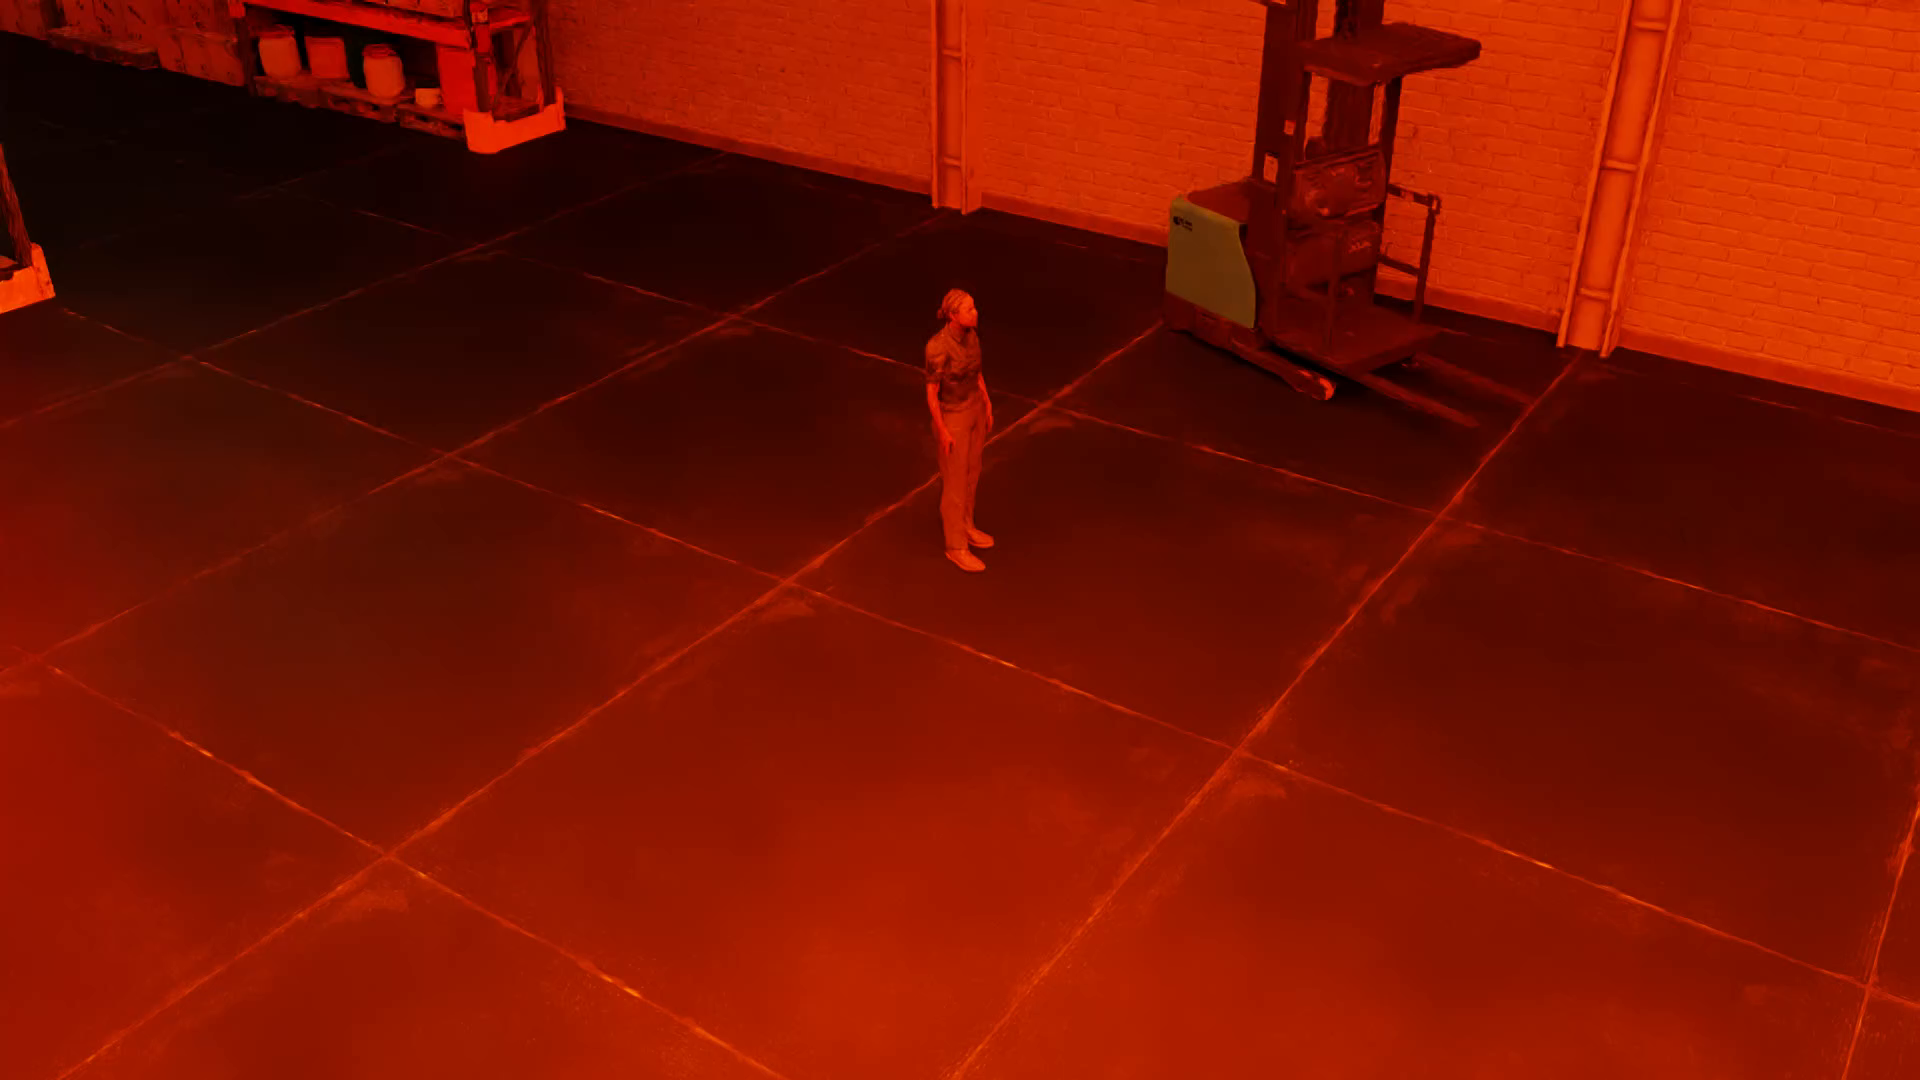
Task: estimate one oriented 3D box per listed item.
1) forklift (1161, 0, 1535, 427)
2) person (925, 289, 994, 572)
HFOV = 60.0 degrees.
[{"bbox_3d":[2.902,-2.566,12.000,1.130,2.935,3.031,-20,36,-31],"label":"forklift"},{"bbox_3d":[0.062,-0.689,10.025,0.503,1.654,0.570,19,35,29],"label":"person"}]
